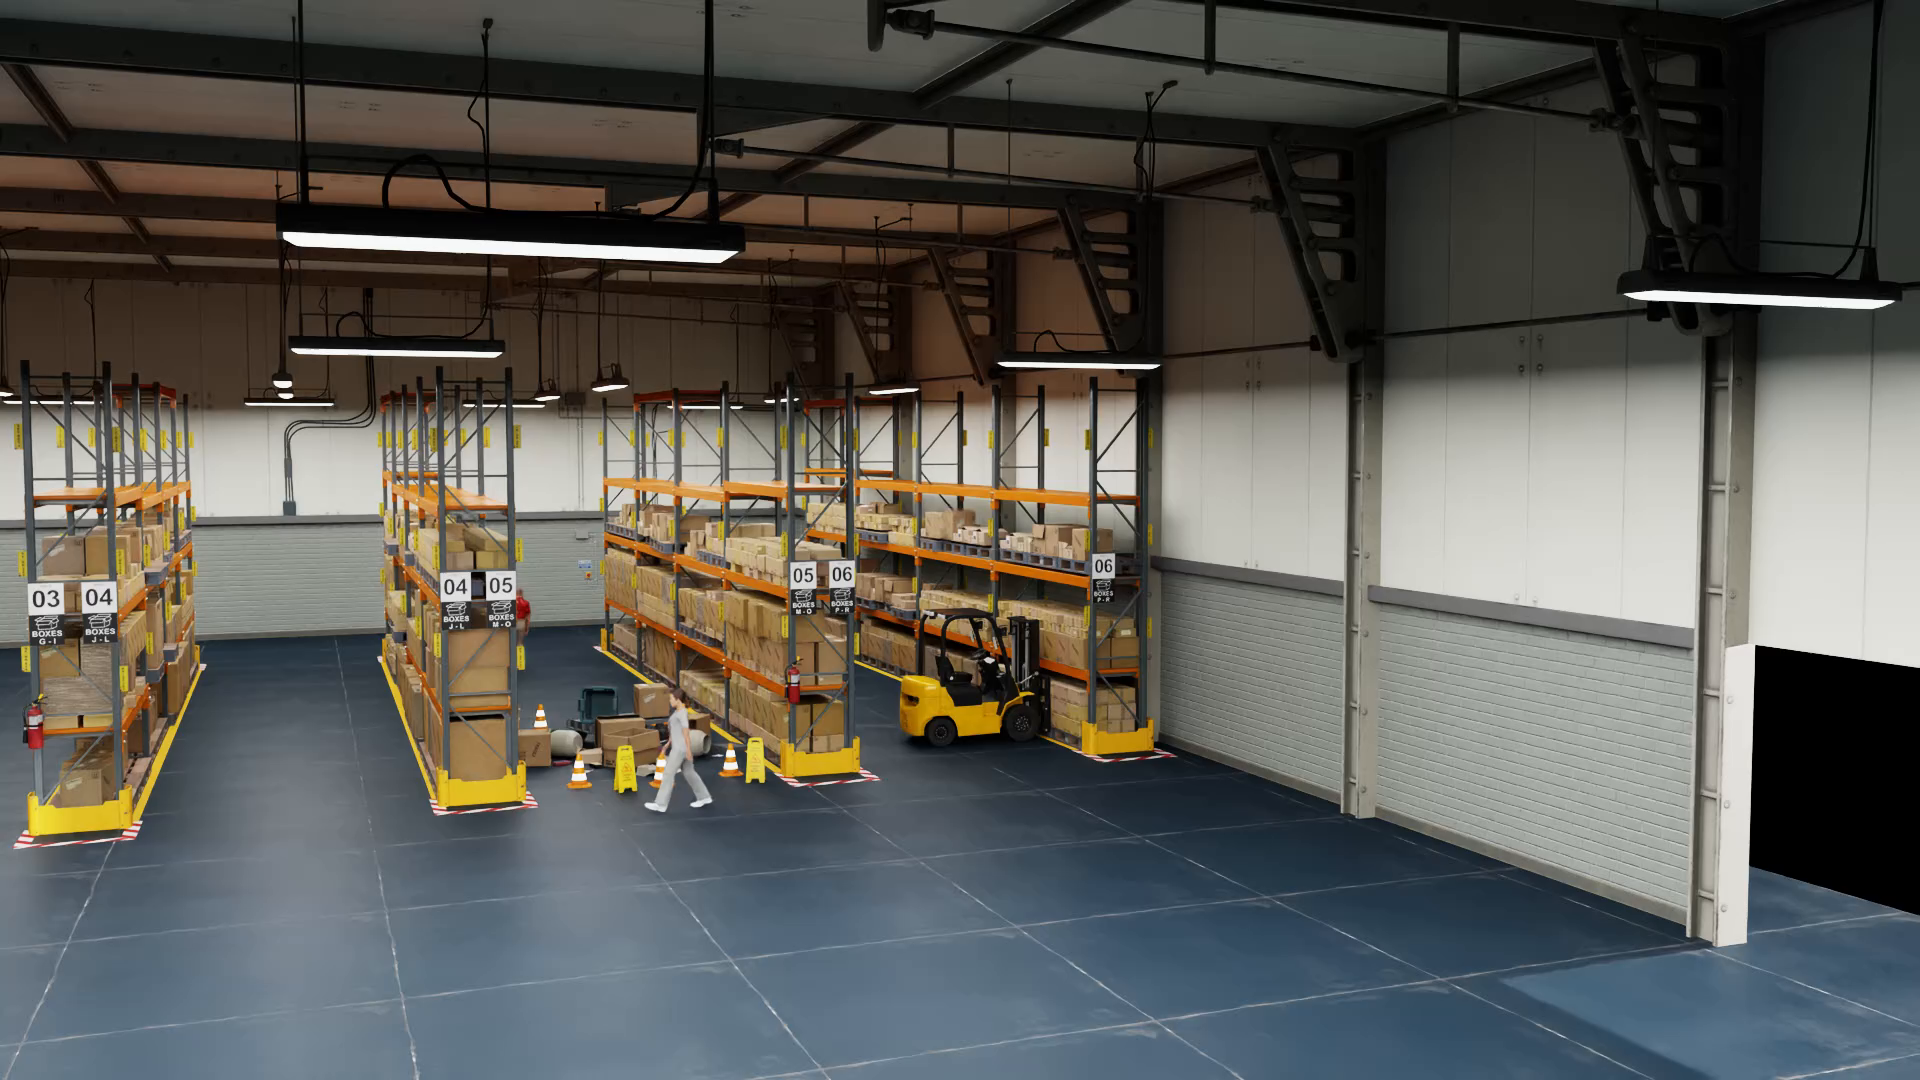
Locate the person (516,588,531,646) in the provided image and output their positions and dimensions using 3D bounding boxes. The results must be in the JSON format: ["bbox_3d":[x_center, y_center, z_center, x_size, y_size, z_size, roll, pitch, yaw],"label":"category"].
[{"bbox_3d":[-9.827,1.926,36.740,0.671,1.725,0.475,-2,4,-26],"label":"person"}]

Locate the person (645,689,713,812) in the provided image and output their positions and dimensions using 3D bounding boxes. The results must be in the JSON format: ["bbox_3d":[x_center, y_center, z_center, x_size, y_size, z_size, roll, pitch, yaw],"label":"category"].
[{"bbox_3d":[-3.807,2.827,22.487,0.886,1.647,0.468,0,3,-6],"label":"person"}]
